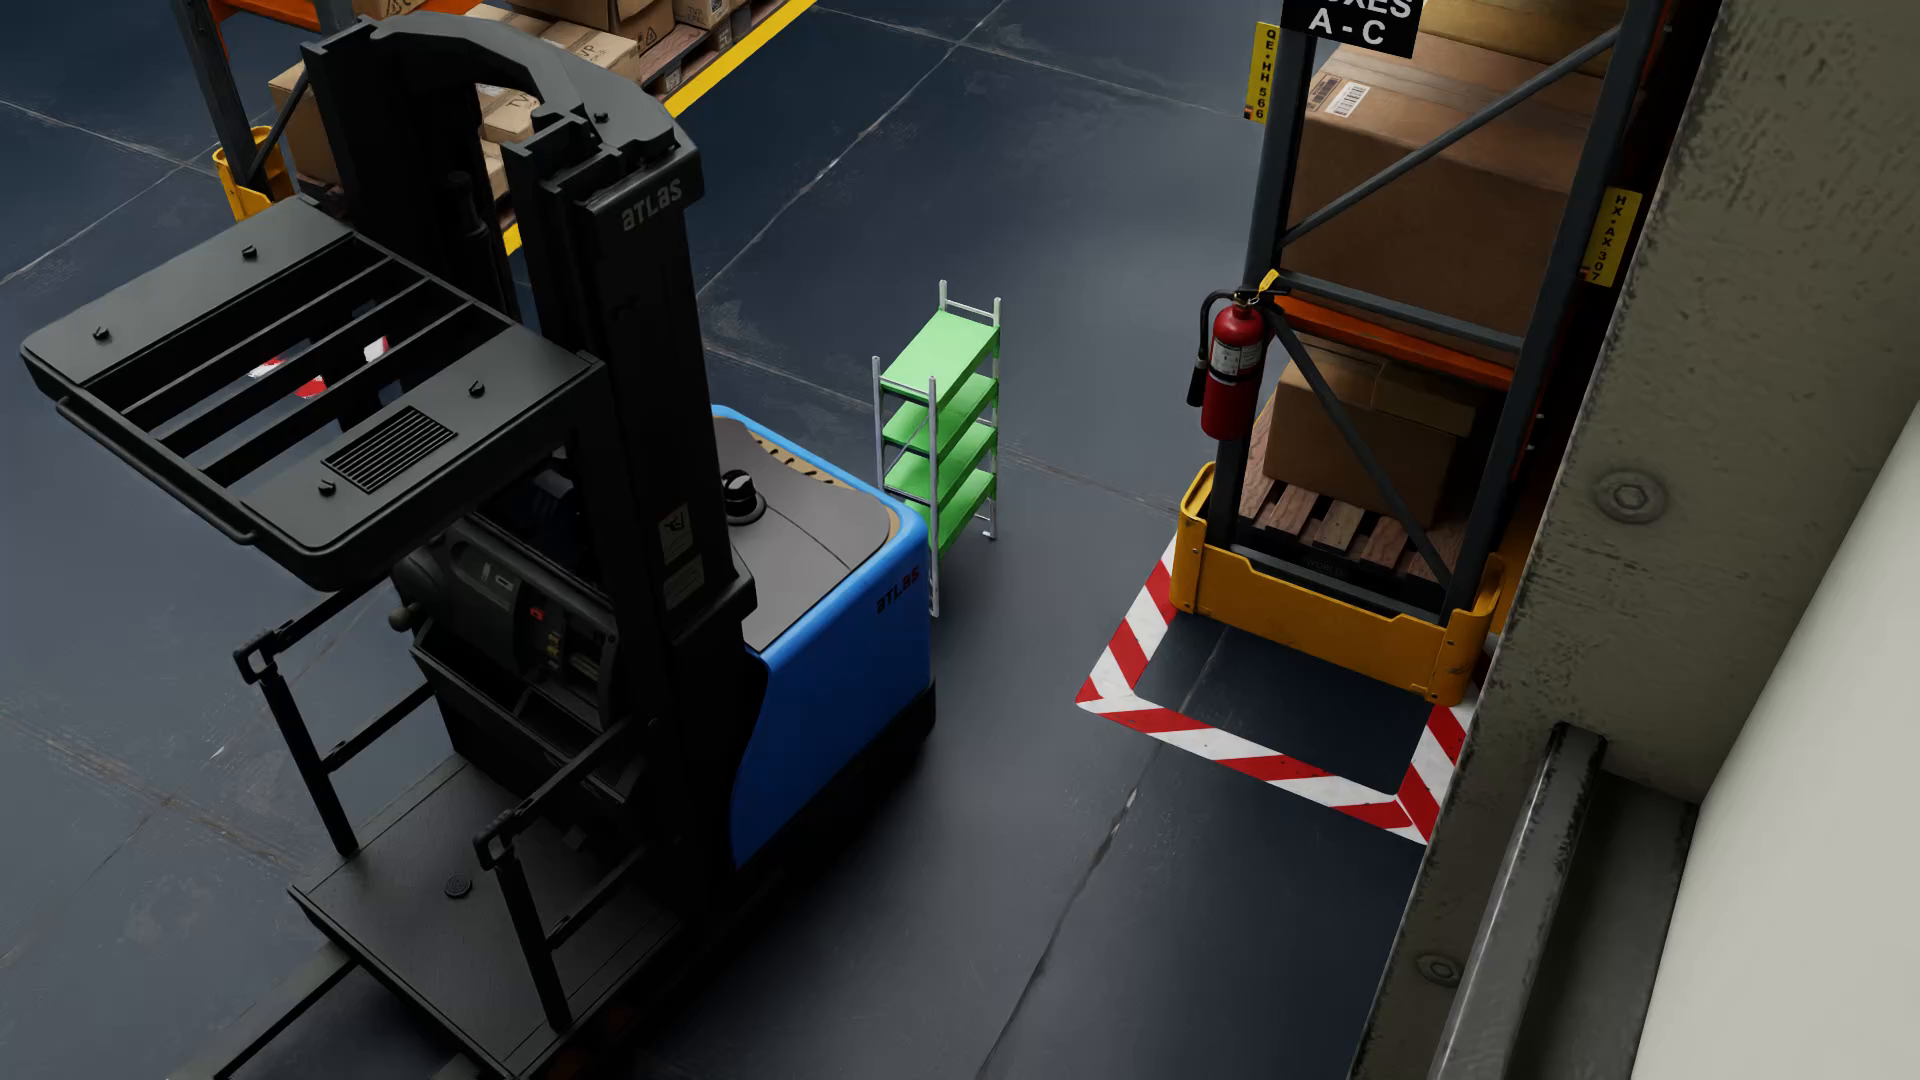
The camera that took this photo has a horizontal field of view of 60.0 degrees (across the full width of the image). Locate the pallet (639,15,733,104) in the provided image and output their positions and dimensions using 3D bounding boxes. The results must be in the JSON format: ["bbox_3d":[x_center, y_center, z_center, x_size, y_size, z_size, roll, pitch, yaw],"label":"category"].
[{"bbox_3d":[-2.013,-2.706,9.276,1.003,0.211,1.213,20,49,19],"label":"pallet"}]

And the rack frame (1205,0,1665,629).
[{"bbox_3d":[1.405,-0.737,5.370,1.000,3.000,0.127,20,49,19],"label":"rack frame"}]

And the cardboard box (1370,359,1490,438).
[{"bbox_3d":[1.760,-0.563,6.204,0.380,0.149,0.250,21,49,19],"label":"cardboard box"}]

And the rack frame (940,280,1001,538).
[{"bbox_3d":[0.036,-0.471,6.372,0.240,1.200,0.015,20,49,19],"label":"rack frame"}]

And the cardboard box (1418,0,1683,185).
[{"bbox_3d":[1.961,-1.629,6.040,0.980,0.700,0.700,20,49,19],"label":"cardboard box"}]

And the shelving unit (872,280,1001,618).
[{"bbox_3d":[-0.077,-0.318,6.220,0.258,1.200,0.503,20,49,19],"label":"shelving unit"}]

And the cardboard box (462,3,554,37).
[{"bbox_3d":[-2.483,-2.571,8.806,0.500,0.250,0.500,20,49,19],"label":"cardboard box"}]

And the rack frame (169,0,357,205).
[{"bbox_3d":[-2.985,-2.370,6.984,1.000,3.000,0.127,20,49,19],"label":"rack frame"}]

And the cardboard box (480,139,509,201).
[{"bbox_3d":[-2.370,-1.837,8.139,0.380,0.166,0.250,20,49,19],"label":"cardboard box"}]

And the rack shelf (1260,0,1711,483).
[{"bbox_3d":[2.333,-1.744,6.871,1.077,0.370,4.000,20,49,19],"label":"rack shelf"}]

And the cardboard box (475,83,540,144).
[{"bbox_3d":[-2.249,-2.122,8.362,0.500,0.250,0.500,20,49,19],"label":"cardboard box"}]

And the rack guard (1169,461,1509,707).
[{"bbox_3d":[1.394,0.157,6.244,1.175,0.500,0.348,20,49,19],"label":"rack guard"}]

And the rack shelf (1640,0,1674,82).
[{"bbox_3d":[2.333,-2.799,5.804,1.077,0.370,4.000,20,49,19],"label":"rack shelf"}]

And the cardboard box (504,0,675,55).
[{"bbox_3d":[-1.995,-2.982,9.034,0.797,0.503,0.637,20,49,19],"label":"cardboard box"}]

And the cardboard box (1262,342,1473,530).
[{"bbox_3d":[1.641,-0.480,6.578,0.700,0.500,0.500,20,49,19],"label":"cardboard box"}]

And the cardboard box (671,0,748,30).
[{"bbox_3d":[-1.489,-3.175,9.360,0.500,0.311,0.500,20,49,19],"label":"cardboard box"}]

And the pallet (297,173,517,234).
[{"bbox_3d":[-2.580,-1.940,8.520,1.003,0.211,1.213,20,49,19],"label":"pallet"}]

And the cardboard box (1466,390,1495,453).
[{"bbox_3d":[1.873,-0.795,6.889,0.700,0.500,0.500,20,49,19],"label":"cardboard box"}]

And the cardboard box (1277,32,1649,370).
[{"bbox_3d":[1.633,-1.167,5.584,0.980,0.700,0.700,23,50,21],"label":"cardboard box"}]

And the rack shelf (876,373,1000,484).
[{"bbox_3d":[-0.077,-0.441,6.095,0.258,0.148,0.480,20,49,19],"label":"rack shelf"}]

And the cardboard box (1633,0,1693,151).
[{"bbox_3d":[2.323,-2.106,6.512,0.980,0.700,0.700,18,48,17],"label":"cardboard box"}]

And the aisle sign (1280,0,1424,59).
[{"bbox_3d":[1.106,-1.705,4.498,0.394,0.787,0.004,20,49,19],"label":"aisle sign"}]

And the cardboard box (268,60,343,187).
[{"bbox_3d":[-2.950,-2.070,8.135,0.500,0.500,0.500,20,49,19],"label":"cardboard box"}]

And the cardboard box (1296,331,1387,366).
[{"bbox_3d":[1.539,-0.849,6.486,0.380,0.149,0.250,20,49,19],"label":"cardboard box"}]

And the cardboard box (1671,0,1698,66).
[{"bbox_3d":[2.652,-2.568,6.968,0.980,0.700,0.700,19,48,18],"label":"cardboard box"}]

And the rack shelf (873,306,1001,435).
[{"bbox_3d":[-0.077,-0.610,5.924,0.258,0.148,0.480,20,49,19],"label":"rack shelf"}]

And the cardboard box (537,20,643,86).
[{"bbox_3d":[-2.017,-2.437,8.674,0.500,0.250,0.500,20,49,19],"label":"cardboard box"}]

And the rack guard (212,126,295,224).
[{"bbox_3d":[-2.949,-1.539,7.920,1.175,0.500,0.348,20,49,19],"label":"rack guard"}]

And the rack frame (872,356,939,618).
[{"bbox_3d":[-0.190,-0.164,6.068,0.240,1.200,0.015,20,49,19],"label":"rack frame"}]

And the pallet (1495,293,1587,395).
[{"bbox_3d":[2.274,-1.052,7.641,1.003,0.211,1.213,20,49,19],"label":"pallet"}]

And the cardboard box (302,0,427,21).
[{"bbox_3d":[-2.545,-2.598,7.138,0.500,0.500,0.500,21,49,20],"label":"cardboard box"}]

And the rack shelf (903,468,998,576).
[{"bbox_3d":[-0.077,-0.104,6.436,0.258,0.148,0.480,20,49,19],"label":"rack shelf"}]

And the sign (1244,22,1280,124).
[{"bbox_3d":[0.931,-1.415,5.059,0.100,0.325,0.005,20,49,19],"label":"sign"}]

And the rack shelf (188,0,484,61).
[{"bbox_3d":[-2.056,-3.377,8.485,1.077,0.370,4.000,20,49,19],"label":"rack shelf"}]

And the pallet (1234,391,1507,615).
[{"bbox_3d":[1.707,-0.286,6.885,1.003,0.211,1.213,20,49,19],"label":"pallet"}]

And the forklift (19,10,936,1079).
[{"bbox_3d":[-1.389,0.269,4.423,1.130,2.935,3.031,29,52,26],"label":"forklift"}]

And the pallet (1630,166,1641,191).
[{"bbox_3d":[2.839,-1.824,8.404,1.003,0.211,1.213,20,49,19],"label":"pallet"}]

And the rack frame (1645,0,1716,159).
[{"bbox_3d":[3.262,-3.257,7.860,1.000,3.000,0.127,20,49,19],"label":"rack frame"}]

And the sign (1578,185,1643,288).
[{"bbox_3d":[1.894,-0.882,4.849,0.100,0.325,0.005,20,49,19],"label":"sign"}]

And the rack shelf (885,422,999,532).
[{"bbox_3d":[-0.077,-0.273,6.266,0.258,0.148,0.480,20,49,19],"label":"rack shelf"}]

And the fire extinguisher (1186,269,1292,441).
[{"bbox_3d":[0.926,-0.636,5.586,0.296,0.674,0.183,20,49,19],"label":"fire extinguisher"}]

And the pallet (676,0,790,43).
[{"bbox_3d":[-1.447,-3.478,10.039,1.003,0.211,1.213,20,49,19],"label":"pallet"}]
